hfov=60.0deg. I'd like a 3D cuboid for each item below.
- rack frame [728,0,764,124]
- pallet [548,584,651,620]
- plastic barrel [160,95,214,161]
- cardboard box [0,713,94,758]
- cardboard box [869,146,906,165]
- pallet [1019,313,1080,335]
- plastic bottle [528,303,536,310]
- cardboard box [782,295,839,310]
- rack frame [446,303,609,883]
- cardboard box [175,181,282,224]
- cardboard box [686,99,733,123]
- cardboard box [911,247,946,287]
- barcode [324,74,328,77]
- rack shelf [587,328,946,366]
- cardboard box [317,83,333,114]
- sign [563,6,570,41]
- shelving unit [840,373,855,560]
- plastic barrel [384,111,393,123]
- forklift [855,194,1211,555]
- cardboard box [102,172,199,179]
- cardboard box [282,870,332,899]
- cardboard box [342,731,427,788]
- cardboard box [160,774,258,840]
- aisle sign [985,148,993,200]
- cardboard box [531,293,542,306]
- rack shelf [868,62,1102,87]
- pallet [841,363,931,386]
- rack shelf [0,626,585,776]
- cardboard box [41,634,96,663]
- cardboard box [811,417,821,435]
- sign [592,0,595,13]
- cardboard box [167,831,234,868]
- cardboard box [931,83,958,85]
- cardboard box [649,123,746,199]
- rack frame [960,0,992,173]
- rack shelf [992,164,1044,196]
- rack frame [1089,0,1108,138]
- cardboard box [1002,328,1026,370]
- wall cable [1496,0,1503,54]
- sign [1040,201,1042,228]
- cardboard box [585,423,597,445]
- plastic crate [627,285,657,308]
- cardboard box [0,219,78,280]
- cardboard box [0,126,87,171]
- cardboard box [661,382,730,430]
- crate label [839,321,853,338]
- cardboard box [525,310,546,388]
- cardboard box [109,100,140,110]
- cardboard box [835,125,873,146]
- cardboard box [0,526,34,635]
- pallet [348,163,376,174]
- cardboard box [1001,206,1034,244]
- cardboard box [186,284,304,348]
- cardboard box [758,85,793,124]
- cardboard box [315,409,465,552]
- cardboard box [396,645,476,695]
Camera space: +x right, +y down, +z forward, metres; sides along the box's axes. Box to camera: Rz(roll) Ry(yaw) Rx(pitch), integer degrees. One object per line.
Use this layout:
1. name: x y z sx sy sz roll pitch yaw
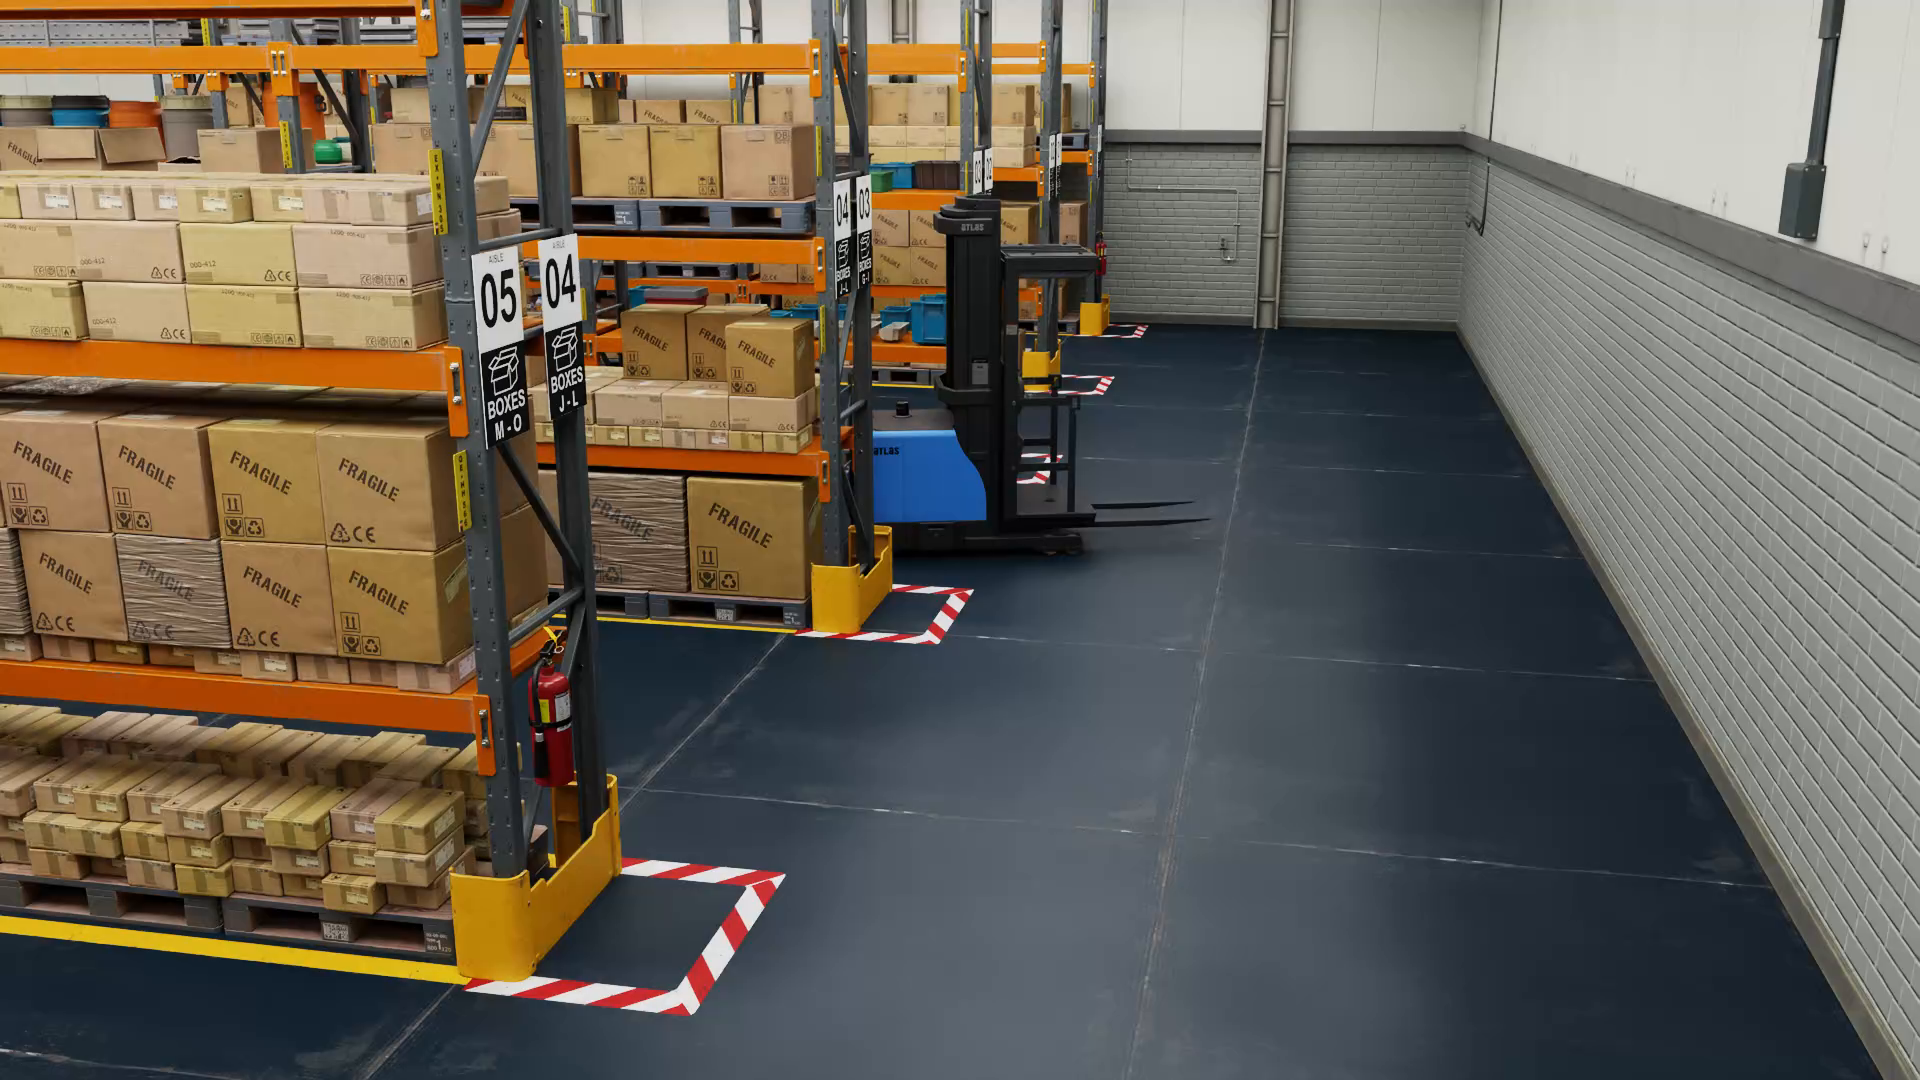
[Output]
1. rack frame: -2.768 -6.621 21.537 0.127 3.000 1.000 3 16 11
2. pallet: -2.817 0.330 12.904 1.213 0.211 1.003 3 16 11
3. plastic barrel: -8.440 -4.435 18.324 0.600 0.901 0.600 0 15 0
4. cardboard box: -4.690 1.038 8.565 0.250 0.149 0.380 4 16 13
5. cardboard box: -0.871 -4.932 21.341 0.500 0.250 0.500 3 16 11
6. pallet: 1.336 -3.491 26.701 1.213 0.211 1.003 3 16 11
7. plastic bottle: -4.699 -2.501 18.273 0.097 0.201 0.097 0 15 0
8. cardboard box: -2.448 -4.193 27.250 0.750 0.750 0.750 3 16 12
9. rack frame: -1.914 0.366 7.551 0.127 3.000 1.000 3 16 11
10. cardboard box: -3.052 -1.419 6.973 0.250 0.149 0.380 3 16 12
11. cardboard box: -3.247 -5.520 22.021 0.600 0.600 0.600 2 16 6
12. cardboard box: -0.338 -3.573 21.583 0.500 0.500 0.500 3 16 12
13. barcode: -10.901 -7.999 28.572 0.075 0.075 0.001 3 16 11
14. rack shelf: -1.799 -1.981 17.373 4.000 0.370 1.077 3 16 11
15. cardboard box: -10.711 -7.419 27.939 0.500 0.500 0.500 4 16 14
16. sign: -3.870 -5.081 16.369 0.005 0.325 0.100 3 16 11
17. shelving unit: -1.457 -0.636 13.978 1.048 1.500 0.538 2 16 9
18. plastic barrel: -5.911 -4.306 17.756 0.433 0.535 0.433 0 15 0
19. forklift: 0.622 -1.429 14.159 3.031 2.935 1.130 -1 16 -5
20. cardboard box: -3.702 -1.607 7.654 0.250 0.149 0.380 4 16 13
21. cardboard box: -2.985 1.541 7.865 0.250 0.149 0.380 3 16 11
22. cardboard box: -2.875 1.104 8.326 0.250 0.149 0.380 3 16 11
23. cardboard box: -3.512 1.250 7.799 0.250 0.149 0.380 4 16 13
24. aisle sign: 0.291 -3.548 16.812 0.004 0.787 0.394 3 16 11
25. cardboard box: -5.669 -3.321 23.316 0.500 0.250 0.500 4 16 13
26. rack shelf: 0.175 -7.271 25.981 4.000 0.370 1.077 3 16 11
27. pallet: -0.896 -2.285 22.345 1.213 0.211 1.003 3 16 11
28. rack shelf: -3.873 0.607 8.031 4.000 0.370 1.077 3 16 11
29. cardboard box: -4.049 0.435 7.774 0.250 0.149 0.380 4 16 13
30. cardboard box: -1.108 -0.910 12.629 0.250 0.149 0.380 3 16 12
31. sign: -5.803 -8.476 26.335 0.005 0.325 0.100 3 16 11
32. cardboard box: -3.507 1.390 7.853 0.250 0.149 0.380 3 16 12
33. cardboard box: -0.152 -6.849 25.883 0.500 0.500 0.500 3 16 11
34. cardboard box: -1.874 -2.745 12.003 0.500 0.500 0.700 3 16 9
35. rack frame: 0.161 -5.113 16.092 0.127 3.000 1.000 3 16 11
36. rack shelf: -0.808 -4.722 21.650 4.000 0.370 1.077 3 16 11
37. rack frame: 2.135 -7.704 25.448 0.127 3.000 1.000 3 16 11
38. cardboard box: 0.570 -2.489 21.717 0.500 0.500 0.500 3 16 11
39. wall cable: 7.067 -7.540 21.210 0.112 2.526 3.097 3 16 11
40. sign: 1.021 -4.083 20.853 0.005 0.325 0.100 3 16 11
41. cardboard box: -2.739 -0.819 12.300 0.250 0.149 0.380 3 16 12
42. plastic crate: -3.233 -2.520 17.888 0.575 0.384 0.392 3 16 11
43. cardboard box: -3.911 -1.291 7.258 0.500 0.250 0.500 2 16 9
44. cardboard box: -7.190 -3.011 13.150 0.500 0.500 0.500 4 16 14
45. cardboard box: -1.851 -0.980 12.136 0.500 0.250 0.500 3 16 10
46. crate label: -1.233 -2.147 17.005 0.243 0.136 0.396 3 16 11
47. cardboard box: -3.336 -1.424 12.333 0.500 0.500 0.500 3 16 9
48. cardboard box: -12.196 -6.041 23.821 0.637 0.503 0.797 5 16 17
49. cardboard box: -1.363 -5.197 21.362 0.500 0.250 0.500 3 16 11
50. cardboard box: -4.425 0.115 7.714 0.500 0.500 0.500 3 16 10
51. pallet: -5.659 -3.865 17.559 1.213 0.211 1.003 3 16 11
52. cardboard box: 0.661 -3.999 21.249 0.500 0.500 0.500 3 16 11
53. cardboard box: -2.913 -0.987 7.099 0.500 0.250 0.500 3 16 11
54. cardboard box: -2.284 -5.690 21.734 0.500 0.500 0.700 3 16 11
55. cardboard box: -2.412 -0.266 7.217 0.500 0.500 0.500 3 16 10
56. cardboard box: -2.289 0.544 7.380 0.250 0.149 0.380 3 16 11
